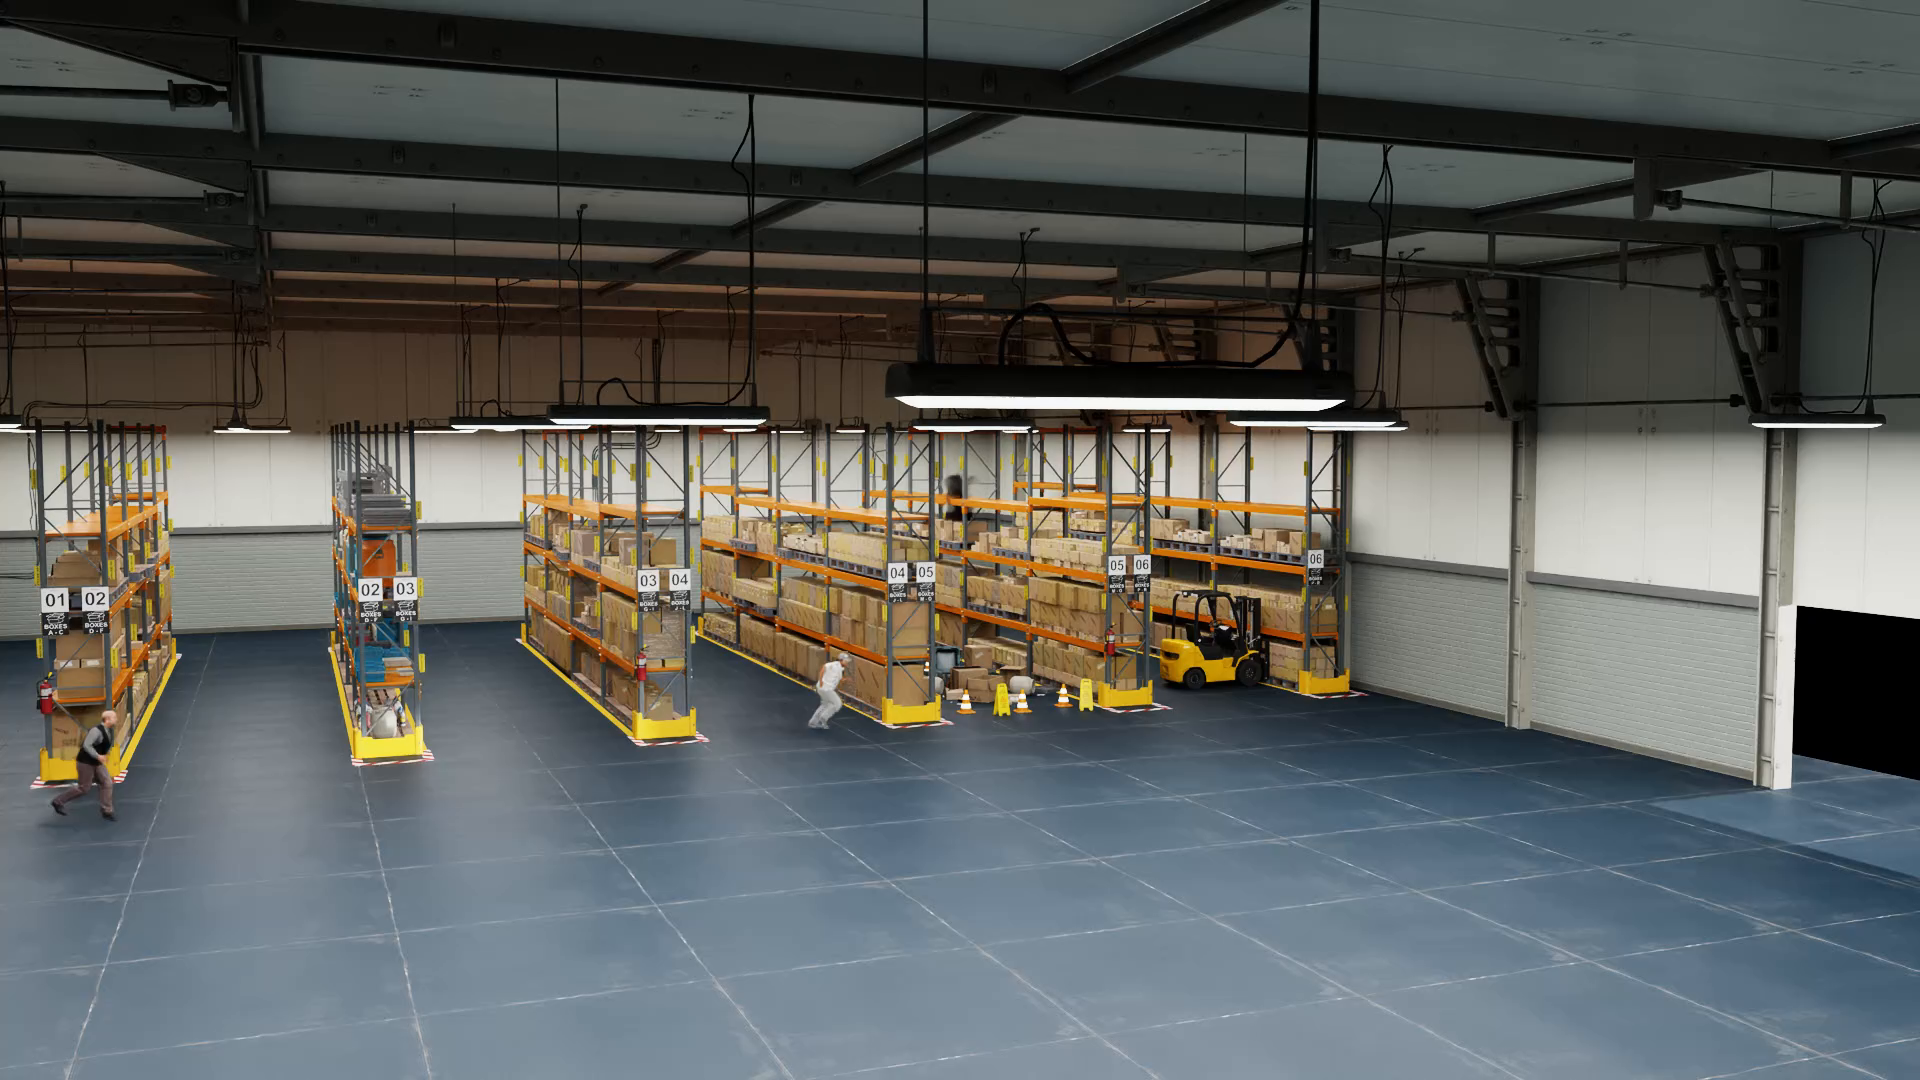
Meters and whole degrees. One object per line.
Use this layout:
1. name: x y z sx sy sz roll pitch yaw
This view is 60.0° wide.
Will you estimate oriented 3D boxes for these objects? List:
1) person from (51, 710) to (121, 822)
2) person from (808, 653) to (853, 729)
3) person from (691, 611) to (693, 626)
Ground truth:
1. person: -12.985 3.370 24.719 0.973 1.682 0.686 0 4 -7
2. person: -2.545 2.943 32.354 0.900 1.503 0.639 1 4 11
3. person: -7.149 2.293 42.862 0.716 1.483 0.935 -3 4 -37
